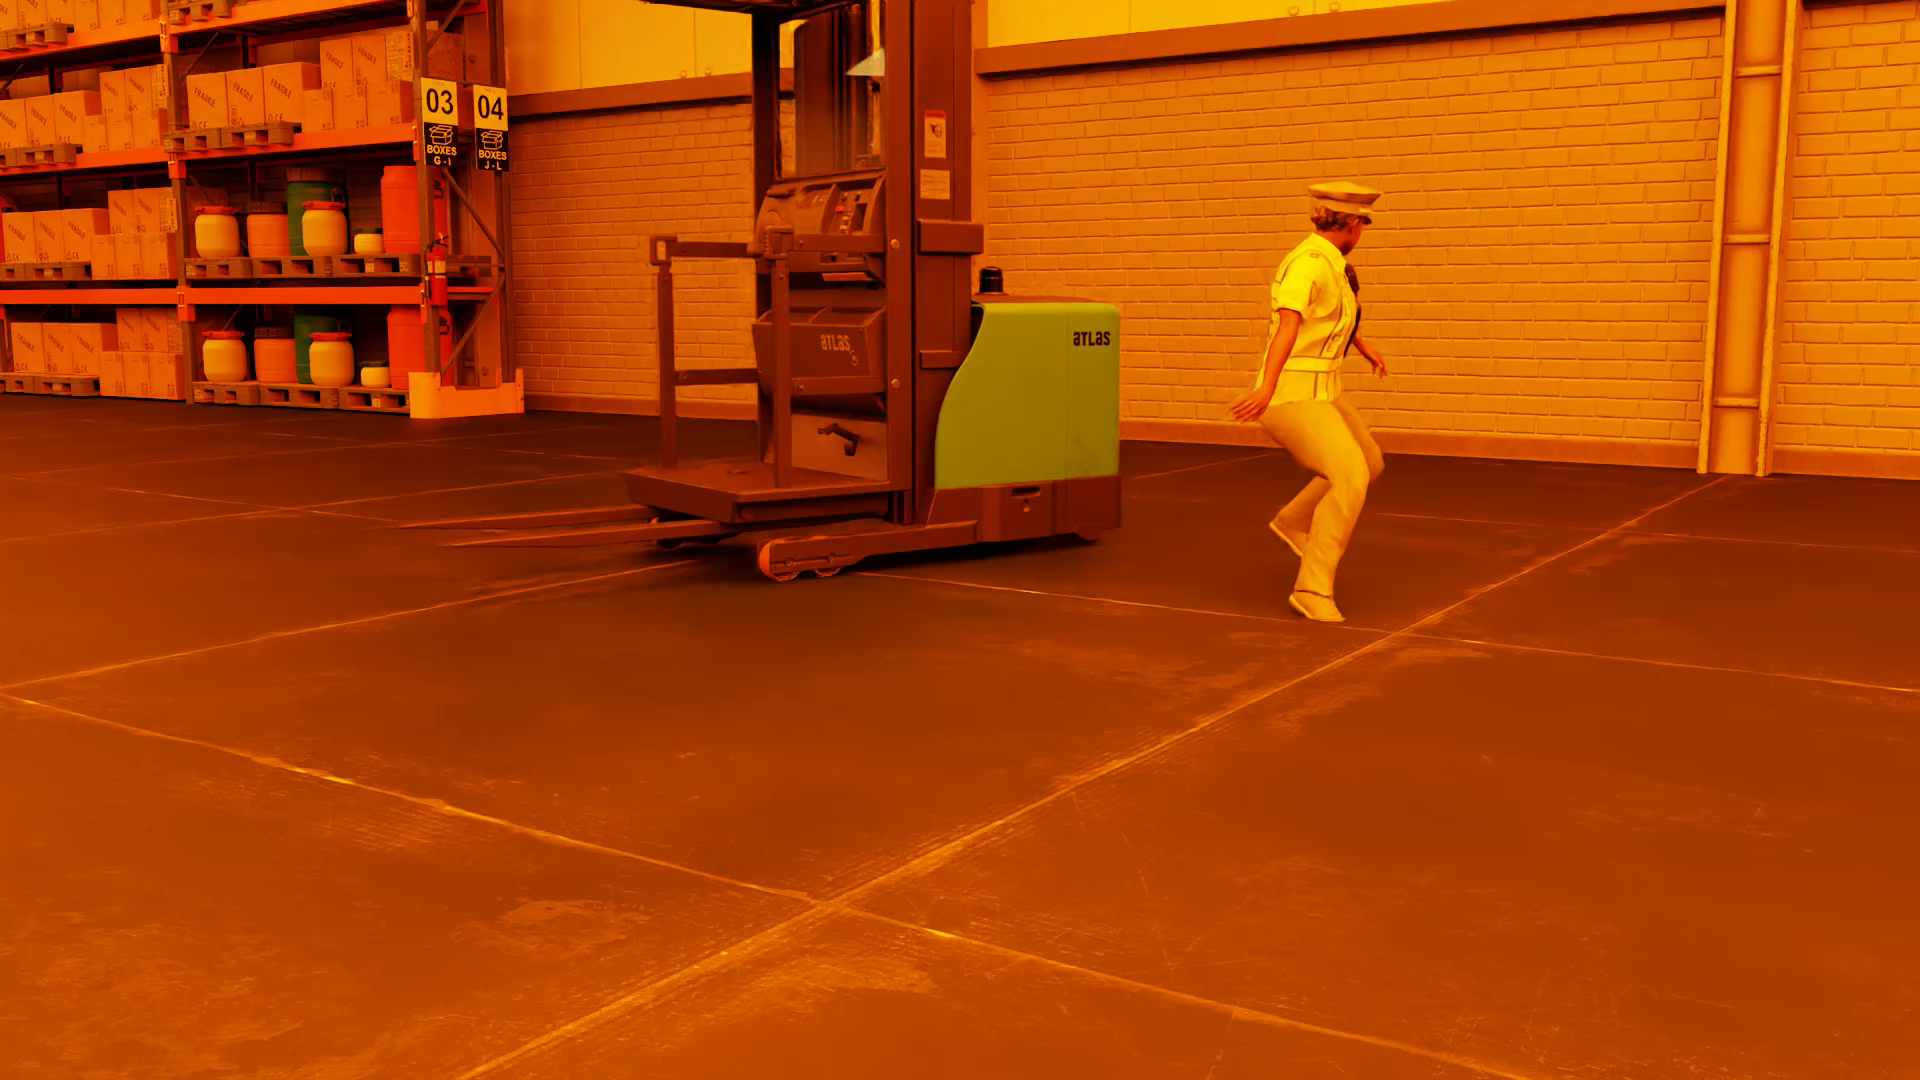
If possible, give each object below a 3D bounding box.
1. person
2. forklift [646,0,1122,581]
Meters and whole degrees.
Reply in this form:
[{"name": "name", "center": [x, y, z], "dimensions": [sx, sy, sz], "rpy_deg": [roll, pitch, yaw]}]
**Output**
[{"name": "person", "center": [1.319, -0.569, 6.036], "dimensions": [0.463, 1.428, 0.901], "rpy_deg": [3, 9, 22]}, {"name": "forklift", "center": [-0.763, -1.373, 6.851], "dimensions": [3.031, 2.935, 1.130], "rpy_deg": [-6, 10, -35]}]
